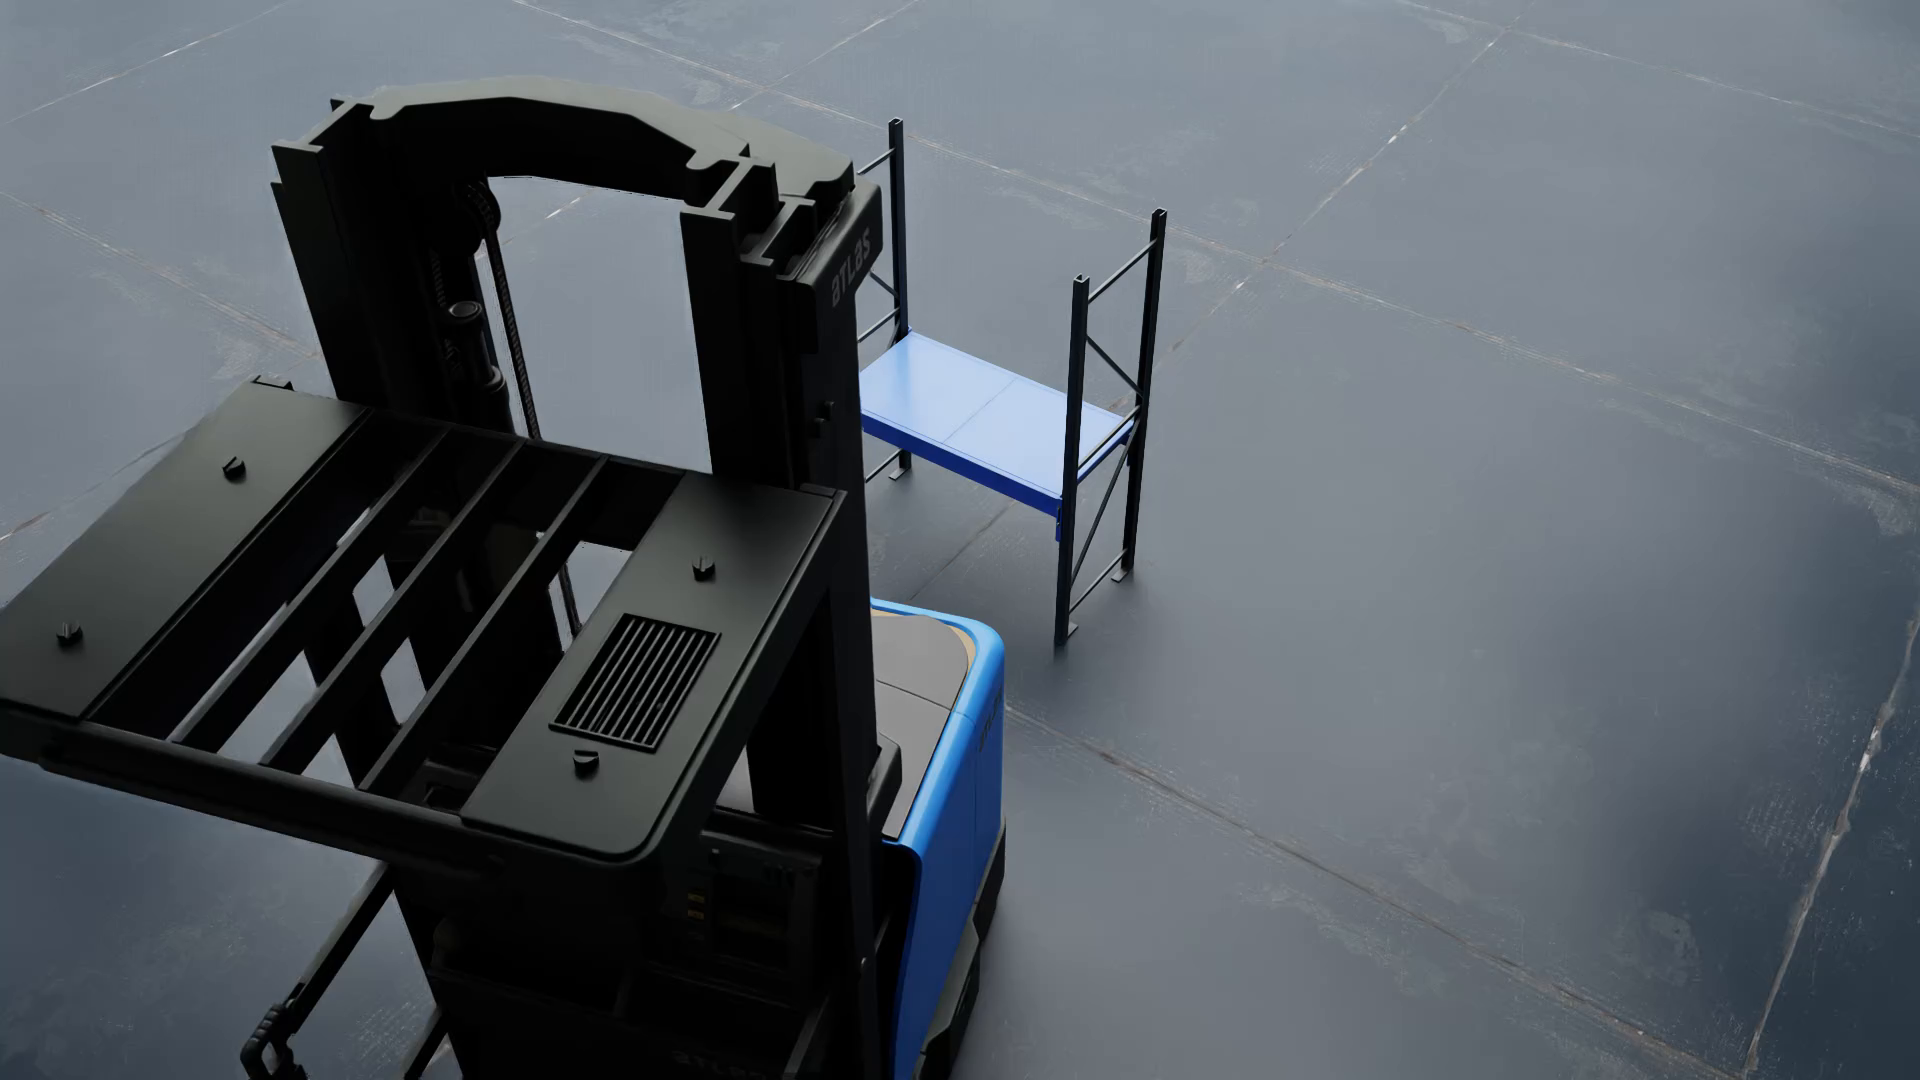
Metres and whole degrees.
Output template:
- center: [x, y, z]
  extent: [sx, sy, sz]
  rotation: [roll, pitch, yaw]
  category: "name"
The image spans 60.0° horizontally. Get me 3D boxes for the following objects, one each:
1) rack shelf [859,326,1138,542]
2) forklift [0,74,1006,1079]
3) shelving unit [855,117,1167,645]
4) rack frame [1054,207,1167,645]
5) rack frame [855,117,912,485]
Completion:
- center: [0.070, -0.392, 5.833]
  extent: [1.000, 0.185, 0.538]
  rotation: [25, 48, 25]
  category: "rack shelf"
- center: [-0.781, 0.780, 3.181]
  extent: [1.130, 2.935, 3.031]
  rotation: [11, 43, 12]
  category: "forklift"
- center: [0.070, -0.526, 5.713]
  extent: [1.048, 1.500, 0.538]
  rotation: [25, 48, 25]
  category: "shelving unit"
- center: [0.486, -0.332, 5.496]
  extent: [0.032, 1.500, 0.500]
  rotation: [25, 48, 25]
  category: "rack frame"
- center: [-0.346, -0.721, 5.931]
  extent: [0.032, 1.500, 0.500]
  rotation: [25, 48, 25]
  category: "rack frame"
